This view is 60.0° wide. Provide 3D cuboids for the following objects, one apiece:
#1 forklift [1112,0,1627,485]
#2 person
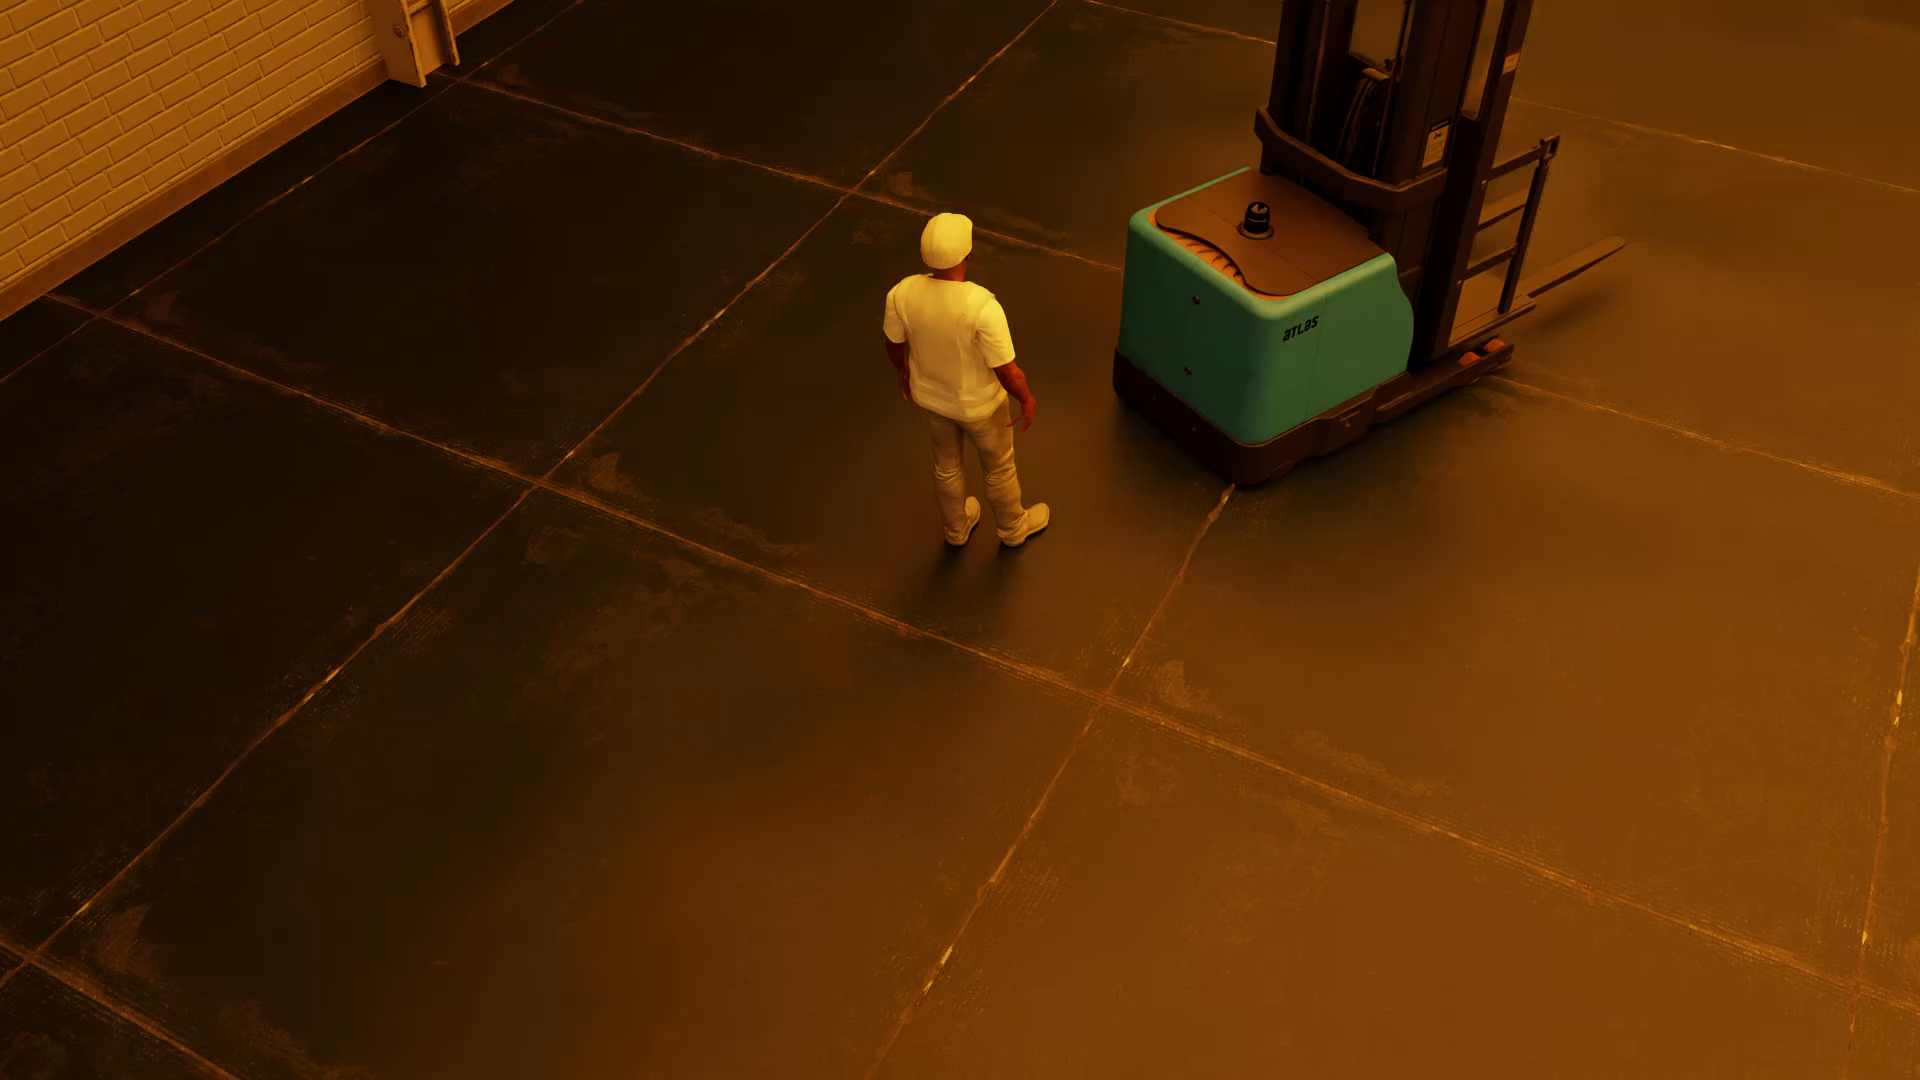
[{"bbox_3d":[2.278,-2.145,7.930,3.031,2.935,1.130,-26,49,-25],"label":"forklift"},{"bbox_3d":[0.037,-0.688,7.223,0.666,1.765,0.577,20,47,20],"label":"person"}]
